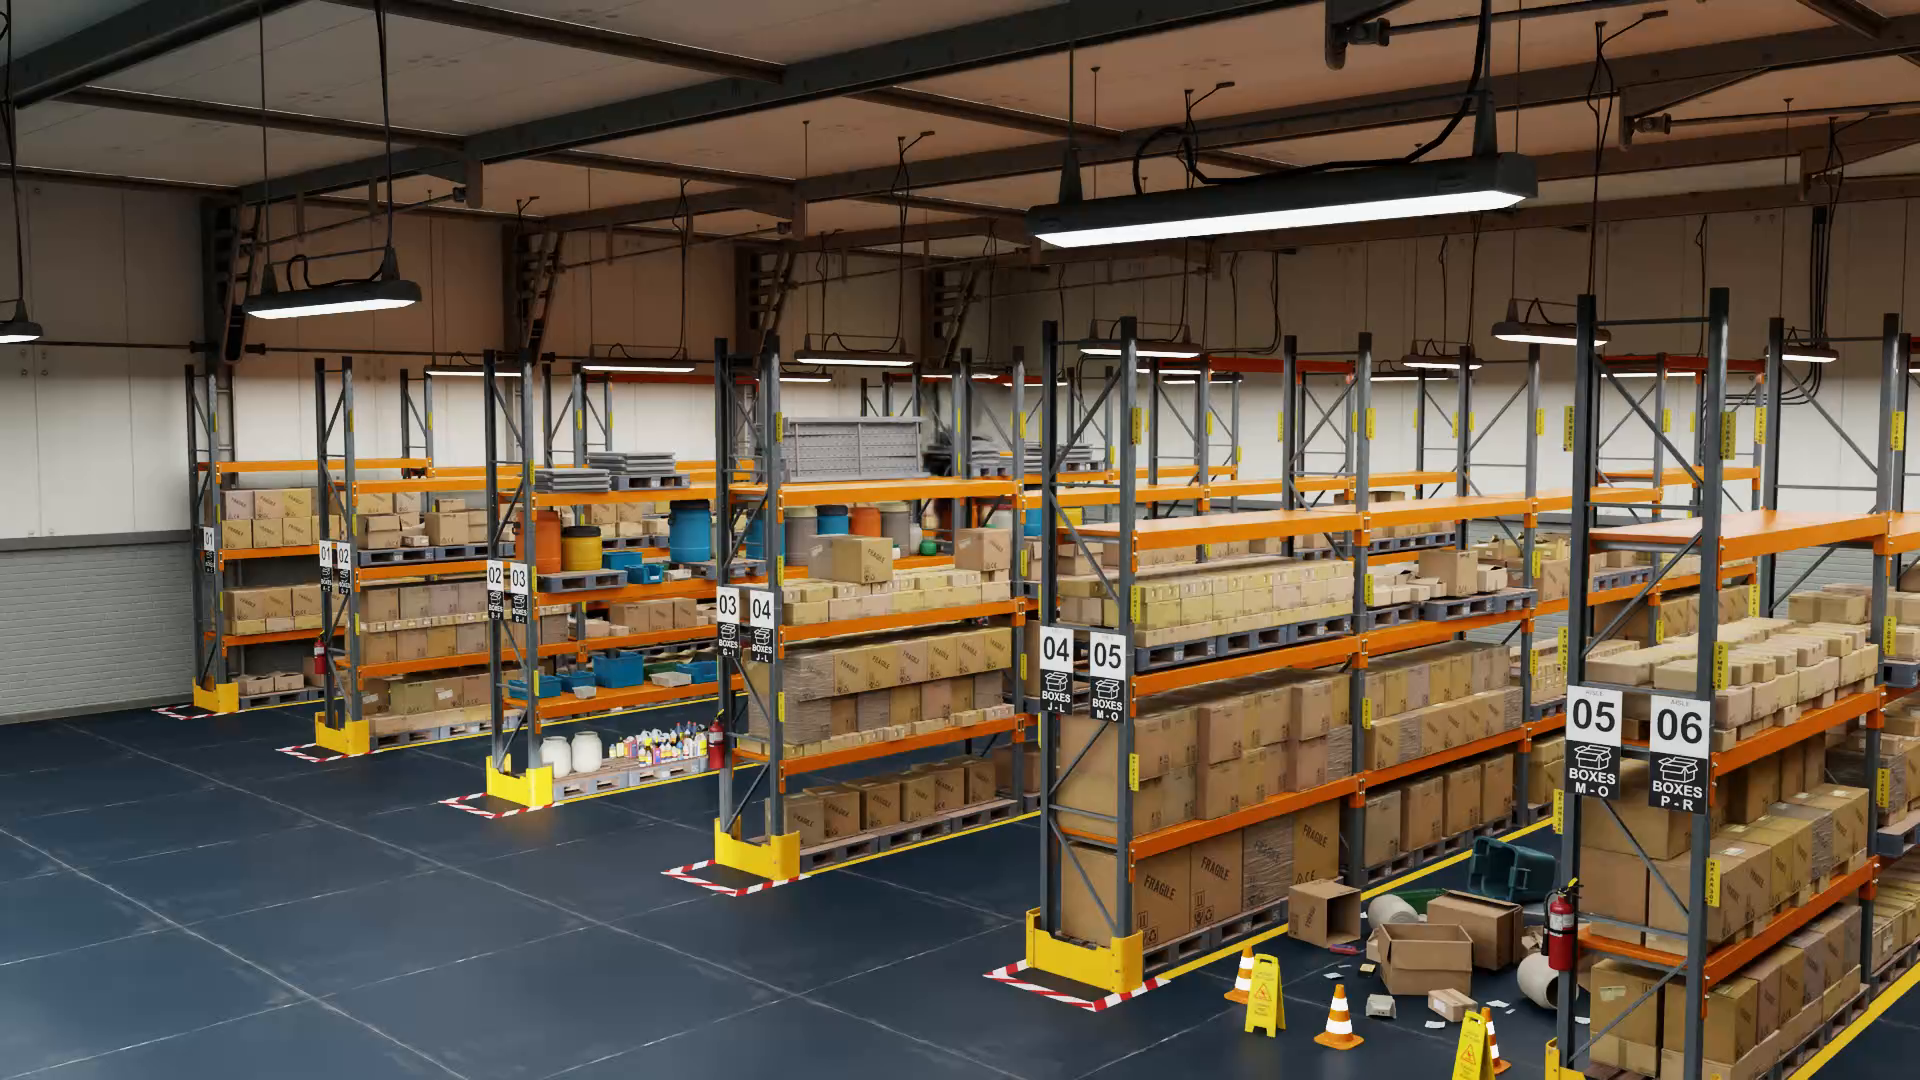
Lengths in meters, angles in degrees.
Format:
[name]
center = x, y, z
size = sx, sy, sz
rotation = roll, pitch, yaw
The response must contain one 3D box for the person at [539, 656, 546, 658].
[person]
center = -7.657, 1.948, 30.170
size = 0.662, 1.763, 0.987
rotation = 3, 5, 37
